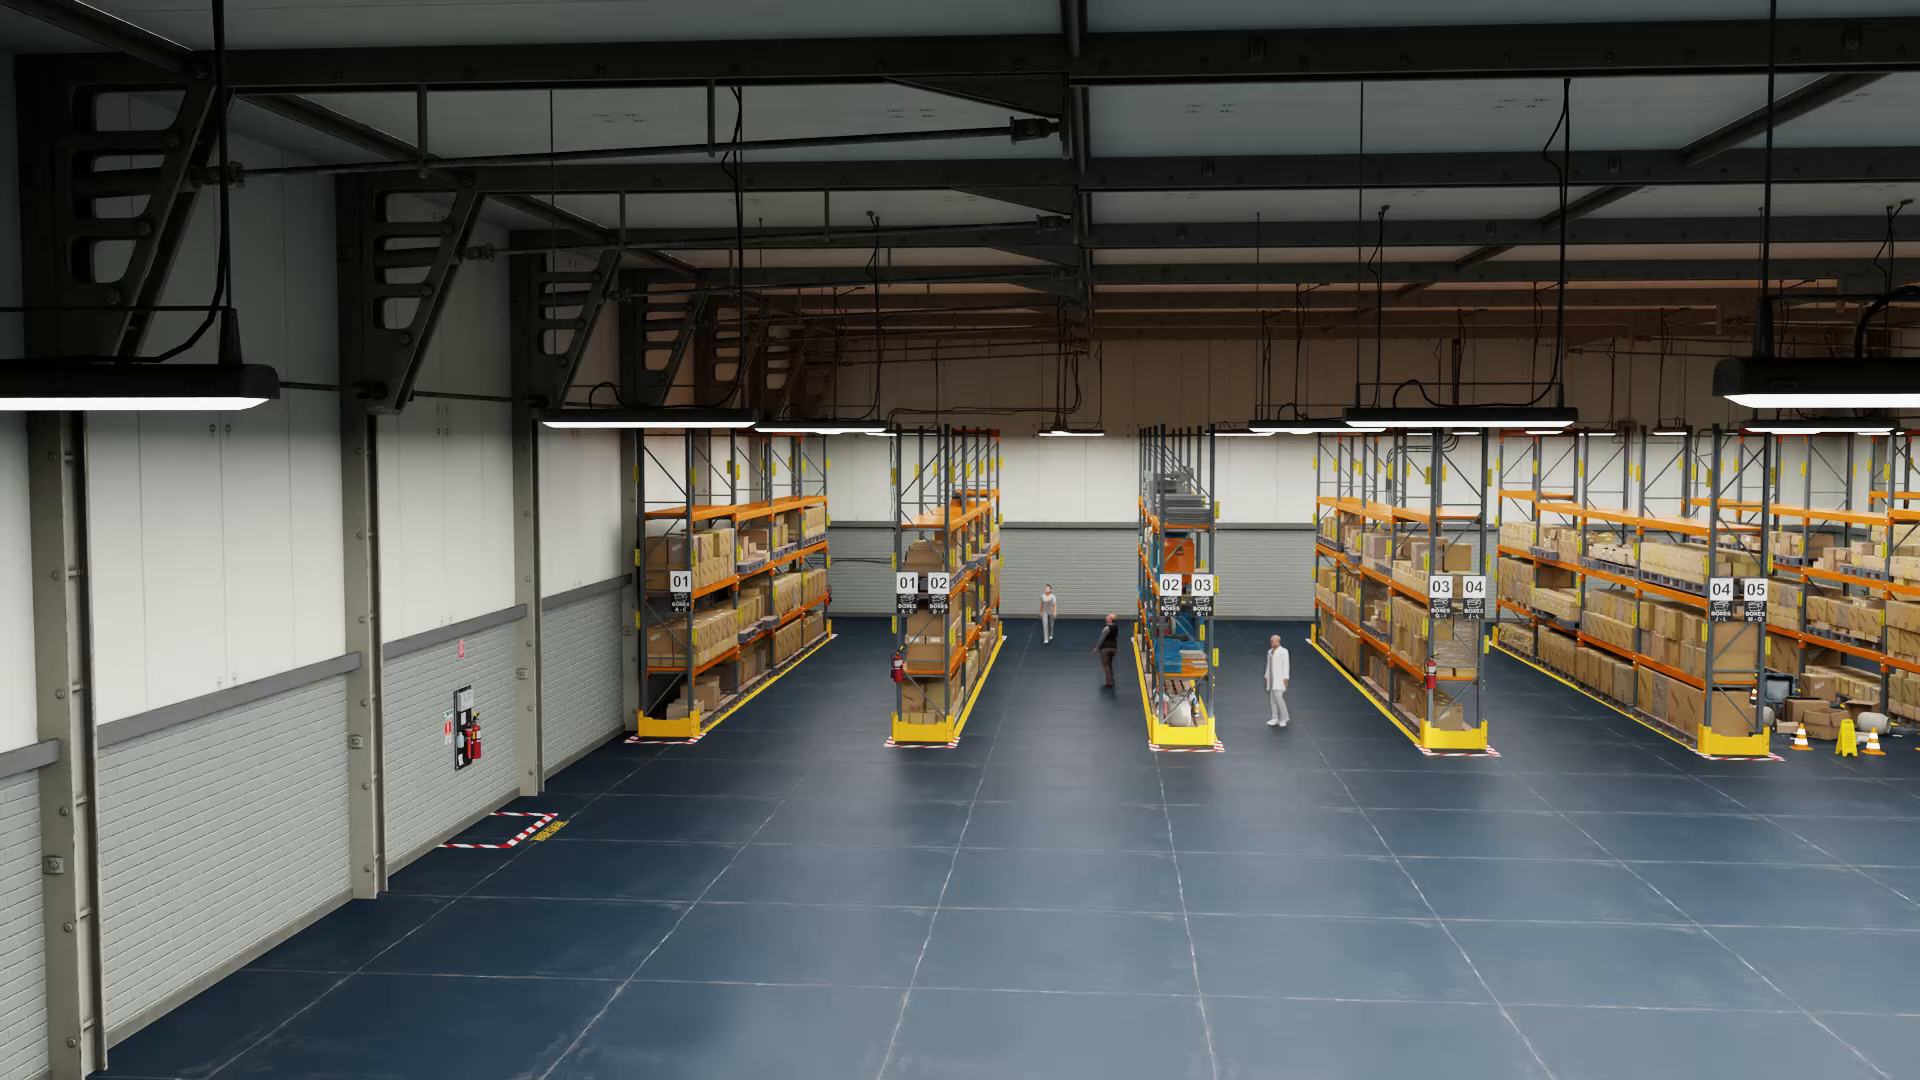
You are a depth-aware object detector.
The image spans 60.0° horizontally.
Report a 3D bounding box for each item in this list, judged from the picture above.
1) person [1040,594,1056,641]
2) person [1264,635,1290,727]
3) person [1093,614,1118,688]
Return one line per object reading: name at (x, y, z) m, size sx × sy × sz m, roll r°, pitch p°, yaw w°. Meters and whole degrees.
person at (2.485, 2.175, 46.692) m, size 0.453 × 1.313 × 0.610 m, roll 0°, pitch 3°, yaw 1°
person at (6.323, 2.812, 33.287) m, size 0.446 × 1.814 × 0.642 m, roll -2°, pitch 4°, yaw -26°
person at (3.374, 2.570, 38.204) m, size 0.590 × 1.778 × 0.551 m, roll -2°, pitch 4°, yaw -33°
